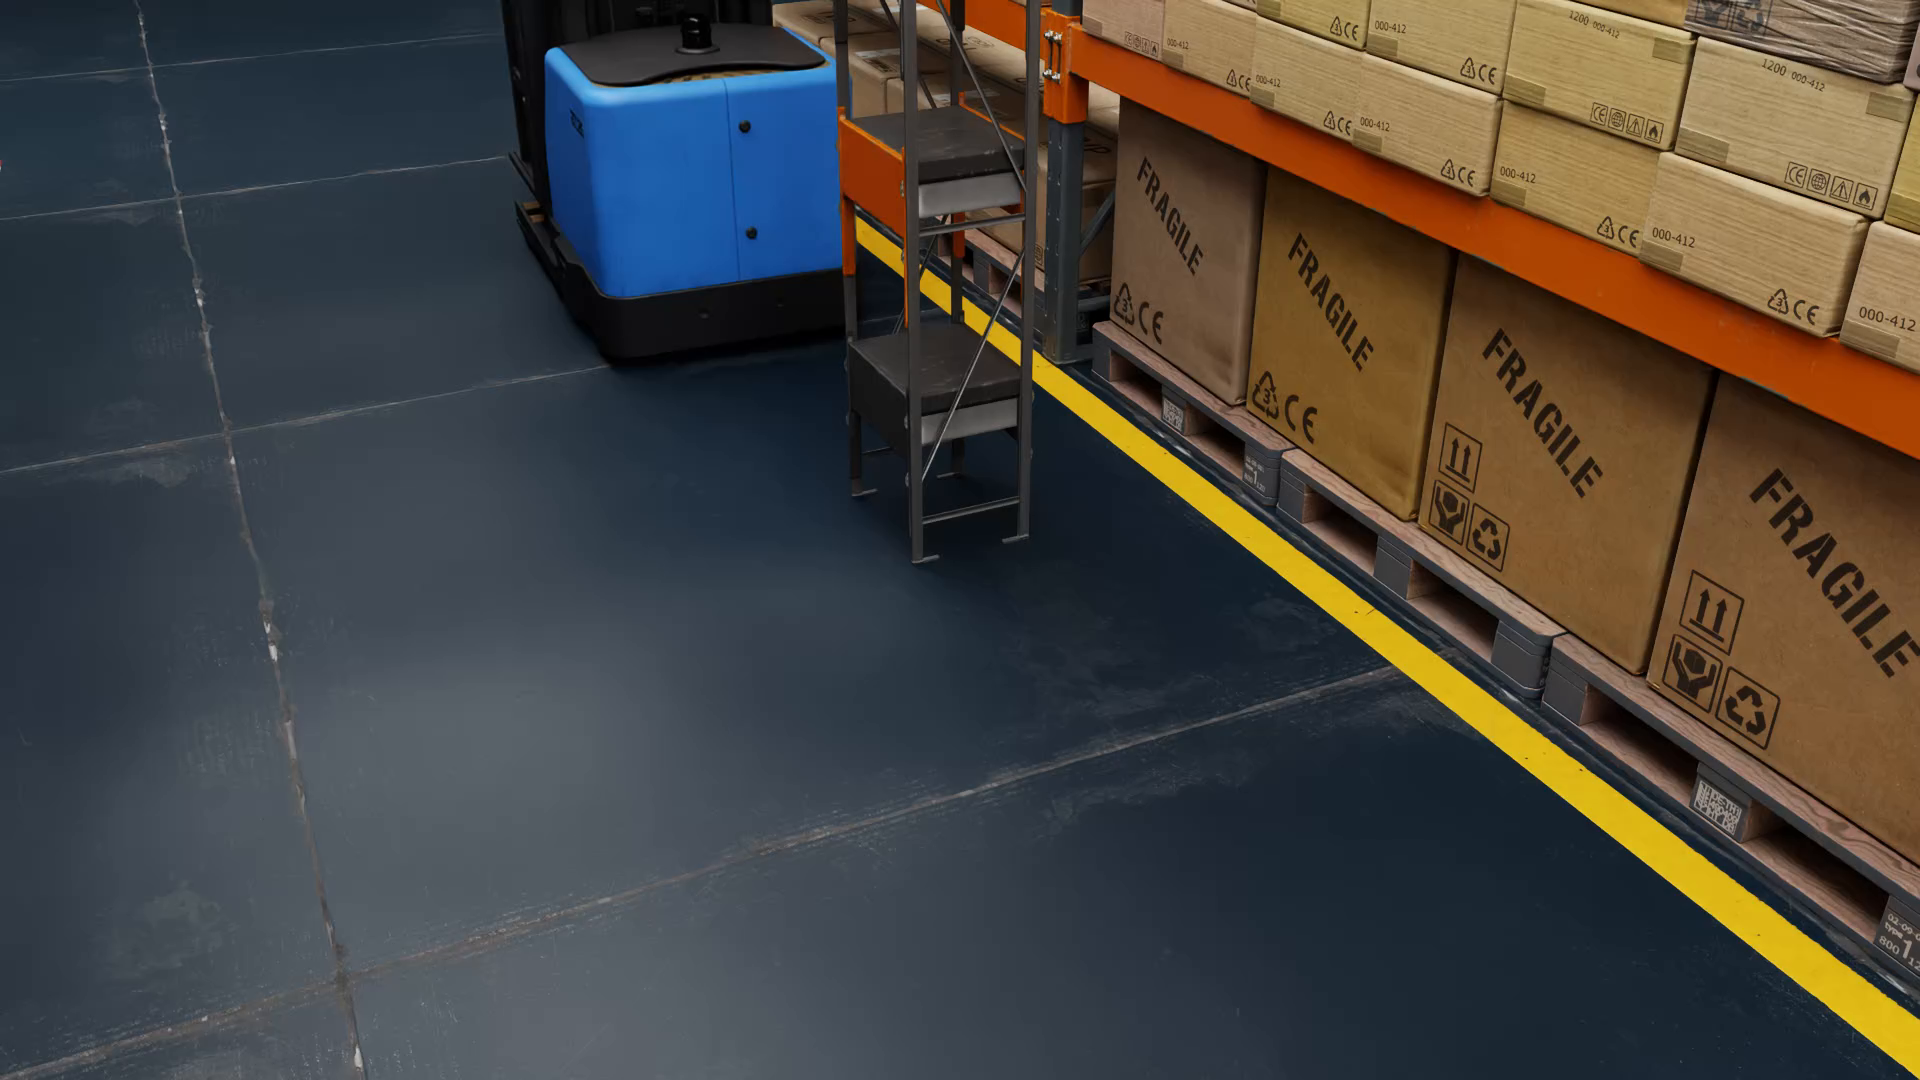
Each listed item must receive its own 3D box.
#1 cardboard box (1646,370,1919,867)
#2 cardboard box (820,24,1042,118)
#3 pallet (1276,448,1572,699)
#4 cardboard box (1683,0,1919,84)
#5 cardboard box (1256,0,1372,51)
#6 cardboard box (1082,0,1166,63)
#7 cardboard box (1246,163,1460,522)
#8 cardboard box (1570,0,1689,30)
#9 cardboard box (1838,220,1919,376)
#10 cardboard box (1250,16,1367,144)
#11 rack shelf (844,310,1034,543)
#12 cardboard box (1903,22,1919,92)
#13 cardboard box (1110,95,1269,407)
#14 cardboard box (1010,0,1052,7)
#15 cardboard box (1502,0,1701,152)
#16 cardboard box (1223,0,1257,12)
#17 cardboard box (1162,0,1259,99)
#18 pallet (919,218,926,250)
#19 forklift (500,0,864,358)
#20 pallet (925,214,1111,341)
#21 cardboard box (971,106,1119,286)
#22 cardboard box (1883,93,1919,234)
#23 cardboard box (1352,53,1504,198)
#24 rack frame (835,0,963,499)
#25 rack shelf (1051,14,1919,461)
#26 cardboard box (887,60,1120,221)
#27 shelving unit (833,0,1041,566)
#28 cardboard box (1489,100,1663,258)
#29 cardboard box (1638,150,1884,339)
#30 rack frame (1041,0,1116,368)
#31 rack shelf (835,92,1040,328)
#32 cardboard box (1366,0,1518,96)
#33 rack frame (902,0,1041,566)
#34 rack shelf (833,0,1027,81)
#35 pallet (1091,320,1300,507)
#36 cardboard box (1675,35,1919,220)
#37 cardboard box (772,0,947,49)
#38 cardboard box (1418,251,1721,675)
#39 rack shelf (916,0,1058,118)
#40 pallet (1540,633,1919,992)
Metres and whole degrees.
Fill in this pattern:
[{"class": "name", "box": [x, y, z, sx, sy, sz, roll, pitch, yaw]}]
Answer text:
[{"class": "cardboard box", "box": [2.295, 0.080, 3.783, 0.875, 0.875, 0.875, -13, 32, -22]}, {"class": "cardboard box", "box": [-0.144, -2.267, 8.416, 0.875, 0.438, 0.875, -12, 32, -21]}, {"class": "pallet", "box": [1.726, -0.027, 5.082, 1.003, 0.211, 1.213, -13, 32, -22]}, {"class": "cardboard box", "box": [1.830, -1.219, 3.232, 0.500, 0.500, 0.500, -13, 32, -21]}, {"class": "cardboard box", "box": [1.175, -1.554, 4.596, 0.500, 0.250, 0.500, -13, 32, -21]}, {"class": "cardboard box", "box": [0.749, -1.792, 5.533, 0.500, 0.250, 0.500, -14, 32, -23]}, {"class": "cardboard box", "box": [1.532, -0.710, 5.192, 0.875, 0.875, 0.875, -12, 31, -21]}, {"class": "cardboard box", "box": [1.623, -1.440, 3.626, 0.500, 0.500, 0.500, -13, 32, -22]}, {"class": "cardboard box", "box": [2.065, -0.444, 3.129, 0.500, 0.250, 0.500, -14, 32, -24]}, {"class": "cardboard box", "box": [1.179, -1.334, 4.716, 0.500, 0.250, 0.500, -13, 32, -22]}, {"class": "rack shelf", "box": [-0.071, -0.367, 5.216, 0.431, 0.518, 0.480, -13, 32, -22]}, {"class": "cardboard box", "box": [2.058, -0.994, 2.831, 0.500, 0.500, 0.500, -14, 32, -23]}, {"class": "cardboard box", "box": [1.137, -1.107, 5.900, 0.875, 0.875, 0.875, -12, 31, -20]}, {"class": "cardboard box", "box": [0.369, -2.302, 6.187, 0.500, 0.500, 0.500, -13, 32, -22]}, {"class": "cardboard box", "box": [1.617, -1.101, 3.790, 0.500, 0.250, 0.500, -14, 32, -23]}, {"class": "cardboard box", "box": [0.982, -1.782, 5.004, 0.500, 0.250, 0.500, -13, 32, -21]}, {"class": "cardboard box", "box": [0.973, -1.564, 5.126, 0.500, 0.250, 0.500, -14, 32, -23]}, {"class": "pallet", "box": [0.016, -1.783, 8.215, 1.003, 0.211, 1.213, -13, 32, -22]}, {"class": "forklift", "box": [-1.426, -2.676, 7.025, 1.130, 2.935, 3.031, -12, 31, -20]}, {"class": "pallet", "box": [0.543, -1.244, 7.252, 1.003, 0.211, 1.213, -13, 32, -22]}, {"class": "cardboard box", "box": [0.626, -1.473, 7.000, 0.875, 0.438, 0.875, -14, 32, -23]}, {"class": "cardboard box", "box": [2.079, -0.654, 2.992, 0.500, 0.250, 0.500, -13, 32, -22]}, {"class": "cardboard box", "box": [1.385, -1.112, 4.319, 0.500, 0.250, 0.500, -14, 32, -23]}, {"class": "rack frame", "box": [-0.176, -1.097, 5.059, 0.400, 2.100, 0.015, -13, 32, -22]}, {"class": "rack shelf", "box": [1.658, -0.910, 4.542, 1.077, 0.370, 4.000, -13, 32, -22]}, {"class": "cardboard box", "box": [0.242, -1.868, 7.705, 0.875, 0.438, 0.875, -14, 32, -23]}, {"class": "shelving unit", "box": [-0.071, -0.989, 4.867, 0.431, 2.100, 0.503, -13, 32, -22]}, {"class": "cardboard box", "box": [1.629, -0.892, 3.928, 0.500, 0.250, 0.500, -13, 32, -22]}, {"class": "cardboard box", "box": [1.831, -0.667, 3.525, 0.500, 0.250, 0.500, -13, 32, -21]}, {"class": "rack frame", "box": [0.799, -2.108, 5.942, 1.000, 3.000, 0.127, -13, 32, -22]}, {"class": "rack shelf", "box": [-0.071, -0.977, 4.874, 0.431, 0.518, 0.480, -13, 32, -22]}, {"class": "cardboard box", "box": [1.394, -1.331, 4.199, 0.500, 0.250, 0.500, -14, 32, -23]}, {"class": "rack frame", "box": [0.034, -0.881, 4.675, 0.400, 2.100, 0.015, -13, 32, -22]}, {"class": "rack shelf", "box": [-0.071, -1.588, 4.531, 0.431, 0.518, 0.480, -13, 32, -22]}, {"class": "pallet", "box": [1.198, -0.566, 6.044, 1.003, 0.211, 1.213, -13, 32, -22]}, {"class": "cardboard box", "box": [1.855, -0.880, 3.394, 0.500, 0.250, 0.500, -14, 32, -23]}, {"class": "cardboard box", "box": [-0.545, -2.670, 9.134, 0.875, 0.438, 0.875, -14, 32, -24]}, {"class": "cardboard box", "box": [1.916, -0.315, 4.487, 0.875, 0.875, 0.875, -13, 32, -21]}, {"class": "rack shelf", "box": [-0.060, -2.677, 7.693, 1.077, 0.370, 4.000, -13, 32, -22]}, {"class": "pallet", "box": [2.246, 0.512, 4.122, 1.003, 0.211, 1.213, -13, 32, -22]}]
